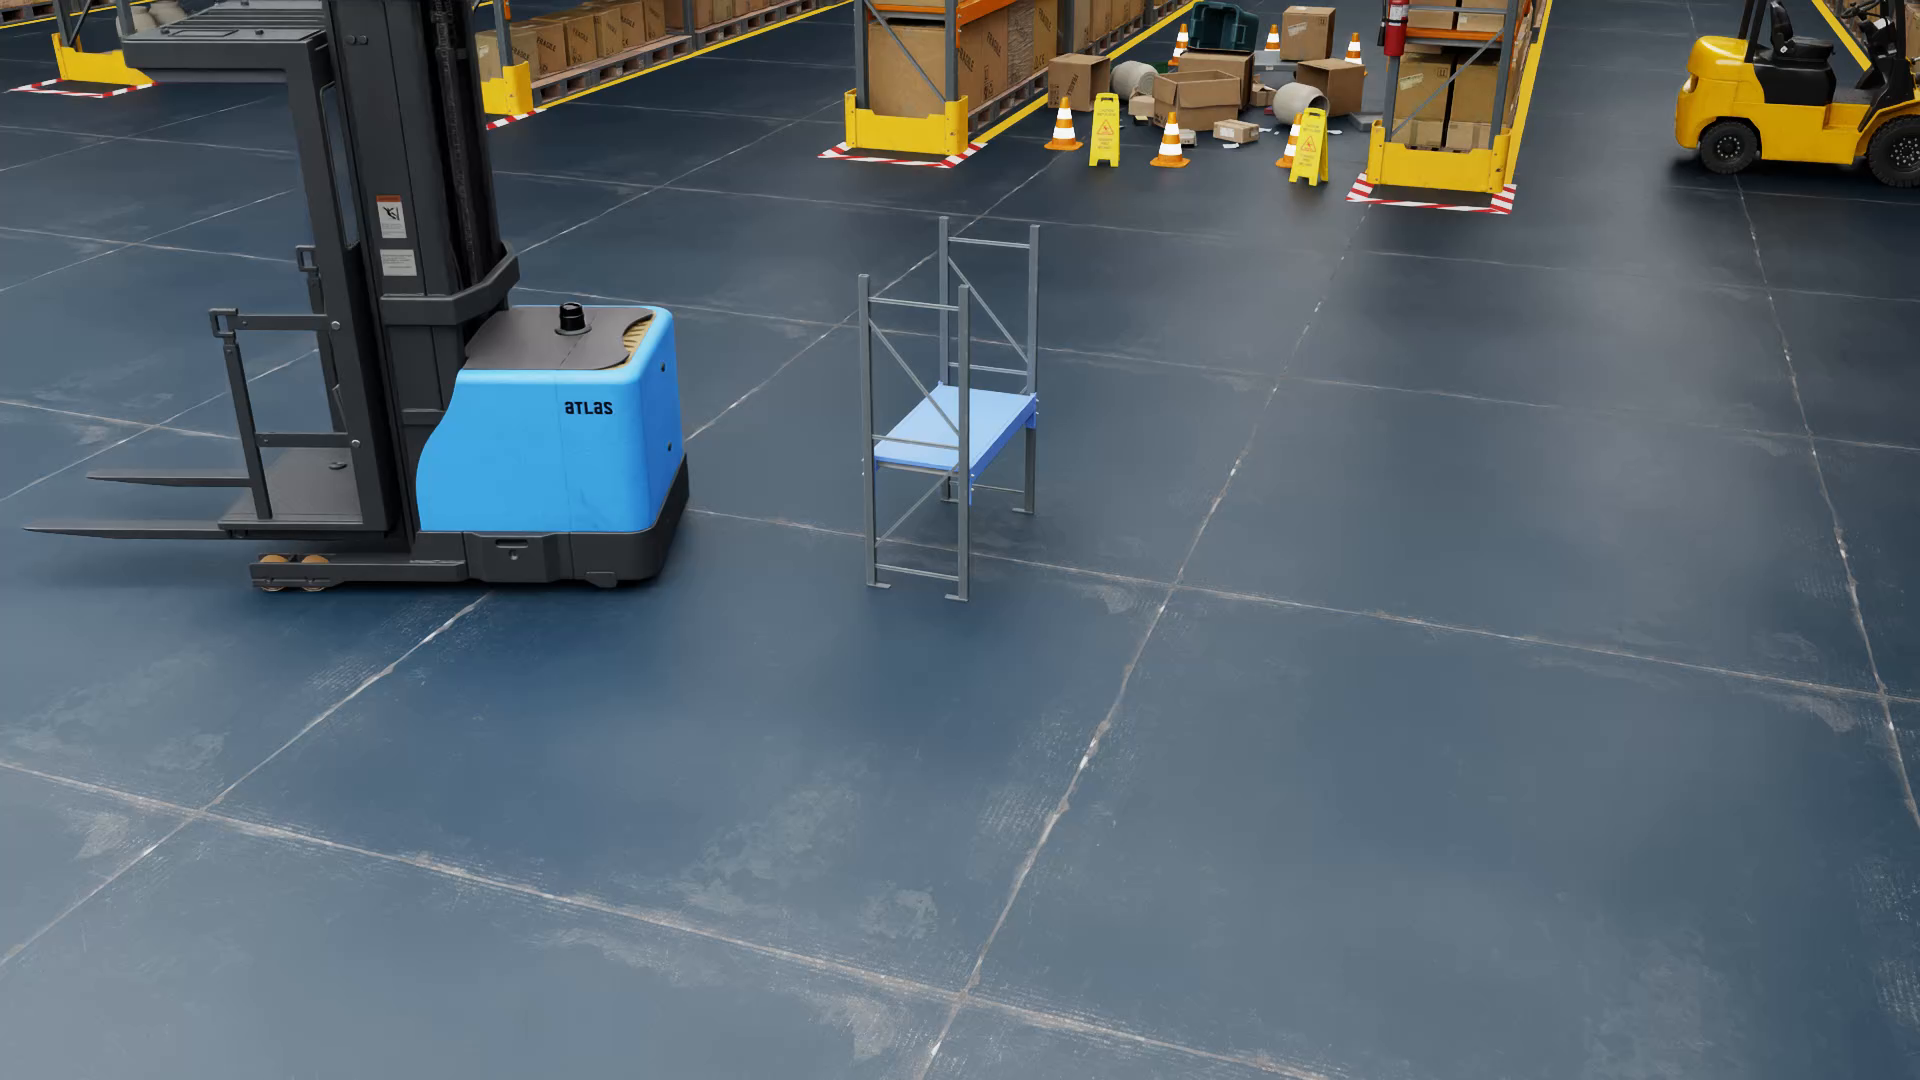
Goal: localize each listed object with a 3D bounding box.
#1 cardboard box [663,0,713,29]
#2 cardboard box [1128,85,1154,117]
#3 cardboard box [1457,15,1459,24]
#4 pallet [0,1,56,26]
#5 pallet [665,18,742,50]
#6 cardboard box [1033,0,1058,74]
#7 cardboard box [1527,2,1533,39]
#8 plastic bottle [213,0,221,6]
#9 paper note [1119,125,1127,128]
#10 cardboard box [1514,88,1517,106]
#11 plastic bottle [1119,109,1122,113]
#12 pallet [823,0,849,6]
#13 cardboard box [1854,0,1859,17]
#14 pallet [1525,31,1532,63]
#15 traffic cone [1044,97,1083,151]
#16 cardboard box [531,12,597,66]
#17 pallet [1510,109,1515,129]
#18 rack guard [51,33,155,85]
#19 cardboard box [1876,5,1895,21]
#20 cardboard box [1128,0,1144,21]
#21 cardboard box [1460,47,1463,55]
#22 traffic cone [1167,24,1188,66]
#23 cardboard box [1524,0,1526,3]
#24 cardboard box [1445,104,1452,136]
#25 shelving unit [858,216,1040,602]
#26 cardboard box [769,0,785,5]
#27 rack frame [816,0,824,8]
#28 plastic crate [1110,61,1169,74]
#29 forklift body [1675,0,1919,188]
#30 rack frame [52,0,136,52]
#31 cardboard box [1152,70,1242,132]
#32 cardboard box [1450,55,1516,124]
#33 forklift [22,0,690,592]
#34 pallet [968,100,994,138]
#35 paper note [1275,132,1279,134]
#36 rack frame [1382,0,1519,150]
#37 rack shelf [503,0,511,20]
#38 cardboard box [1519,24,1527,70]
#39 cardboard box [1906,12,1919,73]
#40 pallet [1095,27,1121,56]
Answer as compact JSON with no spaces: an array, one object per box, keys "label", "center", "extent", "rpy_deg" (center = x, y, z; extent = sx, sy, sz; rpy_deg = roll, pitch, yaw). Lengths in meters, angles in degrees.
[{"label":"cardboard box","center":[-3.596,-6.888,21.397],"extent":[0.700,0.500,0.500],"rpy_deg":[7,27,13]},{"label":"cardboard box","center":[1.988,-4.601,17.448],"extent":[0.396,0.266,0.258],"rpy_deg":[14,29,26]},{"label":"cardboard box","center":[4.572,-4.587,14.570],"extent":[0.380,0.149,0.250],"rpy_deg":[9,27,18]},{"label":"pallet","center":[-13.465,-7.428,23.349],"extent":[1.003,0.211,1.213],"rpy_deg":[9,27,17]},{"label":"pallet","center":[-3.563,-6.631,21.703],"extent":[1.003,0.211,1.213],"rpy_deg":[9,27,17]},{"label":"cardboard box","center":[0.548,-5.789,18.721],"extent":[0.875,0.875,0.875],"rpy_deg":[9,27,18]},{"label":"cardboard box","center":[6.658,-6.548,20.865],"extent":[0.950,0.372,0.625],"rpy_deg":[7,27,14]},{"label":"plastic bottle","center":[-9.417,-6.689,21.159],"extent":[0.144,0.351,0.185],"rpy_deg":[10,28,20]},{"label":"paper note","center":[1.601,-4.205,16.902],"extent":[0.144,0.017,0.142],"rpy_deg":[20,32,35]},{"label":"cardboard box","center":[5.240,-4.369,16.506],"extent":[0.500,0.250,0.500],"rpy_deg":[9,27,18]},{"label":"plastic bottle","center":[1.566,-4.536,17.548],"extent":[0.283,0.061,0.133],"rpy_deg":[0,26,-1]},{"label":"pallet","center":[-2.156,-8.267,25.083],"extent":[1.003,0.211,1.213],"rpy_deg":[9,27,17]},{"label":"cardboard box","center":[12.158,-7.171,22.005],"extent":[0.500,0.500,0.500],"rpy_deg":[8,27,16]},{"label":"pallet","center":[6.594,-6.196,20.805],"extent":[1.003,0.211,1.213],"rpy_deg":[9,27,17]},{"label":"traffic cone","center":[1.008,-4.032,16.046],"extent":[0.336,0.463,0.334],"rpy_deg":[9,27,17]},{"label":"cardboard box","center":[-4.535,-5.745,19.060],"extent":[0.500,0.500,0.500],"rpy_deg":[11,28,22]},{"label":"pallet","center":[4.930,-4.089,16.454],"extent":[1.003,0.211,1.213],"rpy_deg":[9,27,17]},{"label":"rack guard","center":[-9.841,-5.553,19.146],"extent":[1.175,0.500,0.348],"rpy_deg":[9,27,17]},{"label":"cardboard box","center":[11.476,-6.323,20.254],"extent":[0.500,0.500,0.500],"rpy_deg":[10,27,19]},{"label":"cardboard box","center":[1.867,-7.388,22.166],"extent":[1.050,0.750,0.750],"rpy_deg":[8,27,17]},{"label":"cardboard box","center":[4.559,-4.562,16.043],"extent":[0.500,0.500,0.500],"rpy_deg":[8,27,16]},{"label":"traffic cone","center":[2.694,-5.995,20.101],"extent":[0.336,0.463,0.334],"rpy_deg":[9,27,17]},{"label":"cardboard box","center":[4.782,-5.031,14.744],"extent":[0.500,0.500,0.500],"rpy_deg":[10,27,19]},{"label":"cardboard box","center":[4.389,-4.019,15.782],"extent":[0.500,0.250,0.500],"rpy_deg":[9,27,18]},{"label":"shelving unit","center":[-0.028,-0.640,7.851],"extent":[0.538,1.500,1.048],"rpy_deg":[9,27,17]},{"label":"cardboard box","center":[-2.866,-7.774,23.228],"extent":[0.700,0.500,0.500],"rpy_deg":[6,27,13]},{"label":"rack frame","center":[-2.489,-9.209,23.829],"extent":[1.000,3.000,0.127],"rpy_deg":[9,27,17]},{"label":"plastic crate","center":[2.001,-5.304,18.923],"extent":[0.662,0.188,0.450],"rpy_deg":[-20,23,-36]},{"label":"forklift body","center":[7.786,-4.428,14.928],"extent":[2.313,2.155,1.214],"rpy_deg":[9,27,17]},{"label":"rack frame","center":[-9.822,-6.640,18.522],"extent":[1.000,3.000,0.127],"rpy_deg":[9,27,17]},{"label":"cardboard box","center":[2.391,-4.450,16.864],"extent":[0.797,0.503,0.637],"rpy_deg":[-9,27,-18]},{"label":"cardboard box","center":[4.730,-4.075,15.037],"extent":[0.500,0.500,0.500],"rpy_deg":[8,27,16]},{"label":"forklift","center":[-2.914,-1.308,7.589],"extent":[3.031,2.935,1.130],"rpy_deg":[0,26,1]},{"label":"pallet","center":[-0.315,-4.246,16.777],"extent":[1.003,0.211,1.213],"rpy_deg":[9,27,17]},{"label":"paper note","center":[3.175,-4.081,16.668],"extent":[0.032,0.001,0.123],"rpy_deg":[9,27,17]},{"label":"rack frame","center":[4.194,-4.485,14.071],"extent":[1.000,3.000,0.127],"rpy_deg":[9,27,17]},{"label":"rack shelf","center":[-4.486,-6.420,18.893],"extent":[1.077,0.370,4.000],"rpy_deg":[9,27,17]},{"label":"cardboard box","center":[5.413,-4.926,16.795],"extent":[0.500,0.500,0.500],"rpy_deg":[9,27,18]},{"label":"cardboard box","center":[10.884,-5.374,18.149],"extent":[0.875,0.625,0.625],"rpy_deg":[8,27,15]},{"label":"pallet","center":[1.413,-6.381,21.187],"extent":[1.003,0.211,1.213],"rpy_deg":[9,27,17]}]
